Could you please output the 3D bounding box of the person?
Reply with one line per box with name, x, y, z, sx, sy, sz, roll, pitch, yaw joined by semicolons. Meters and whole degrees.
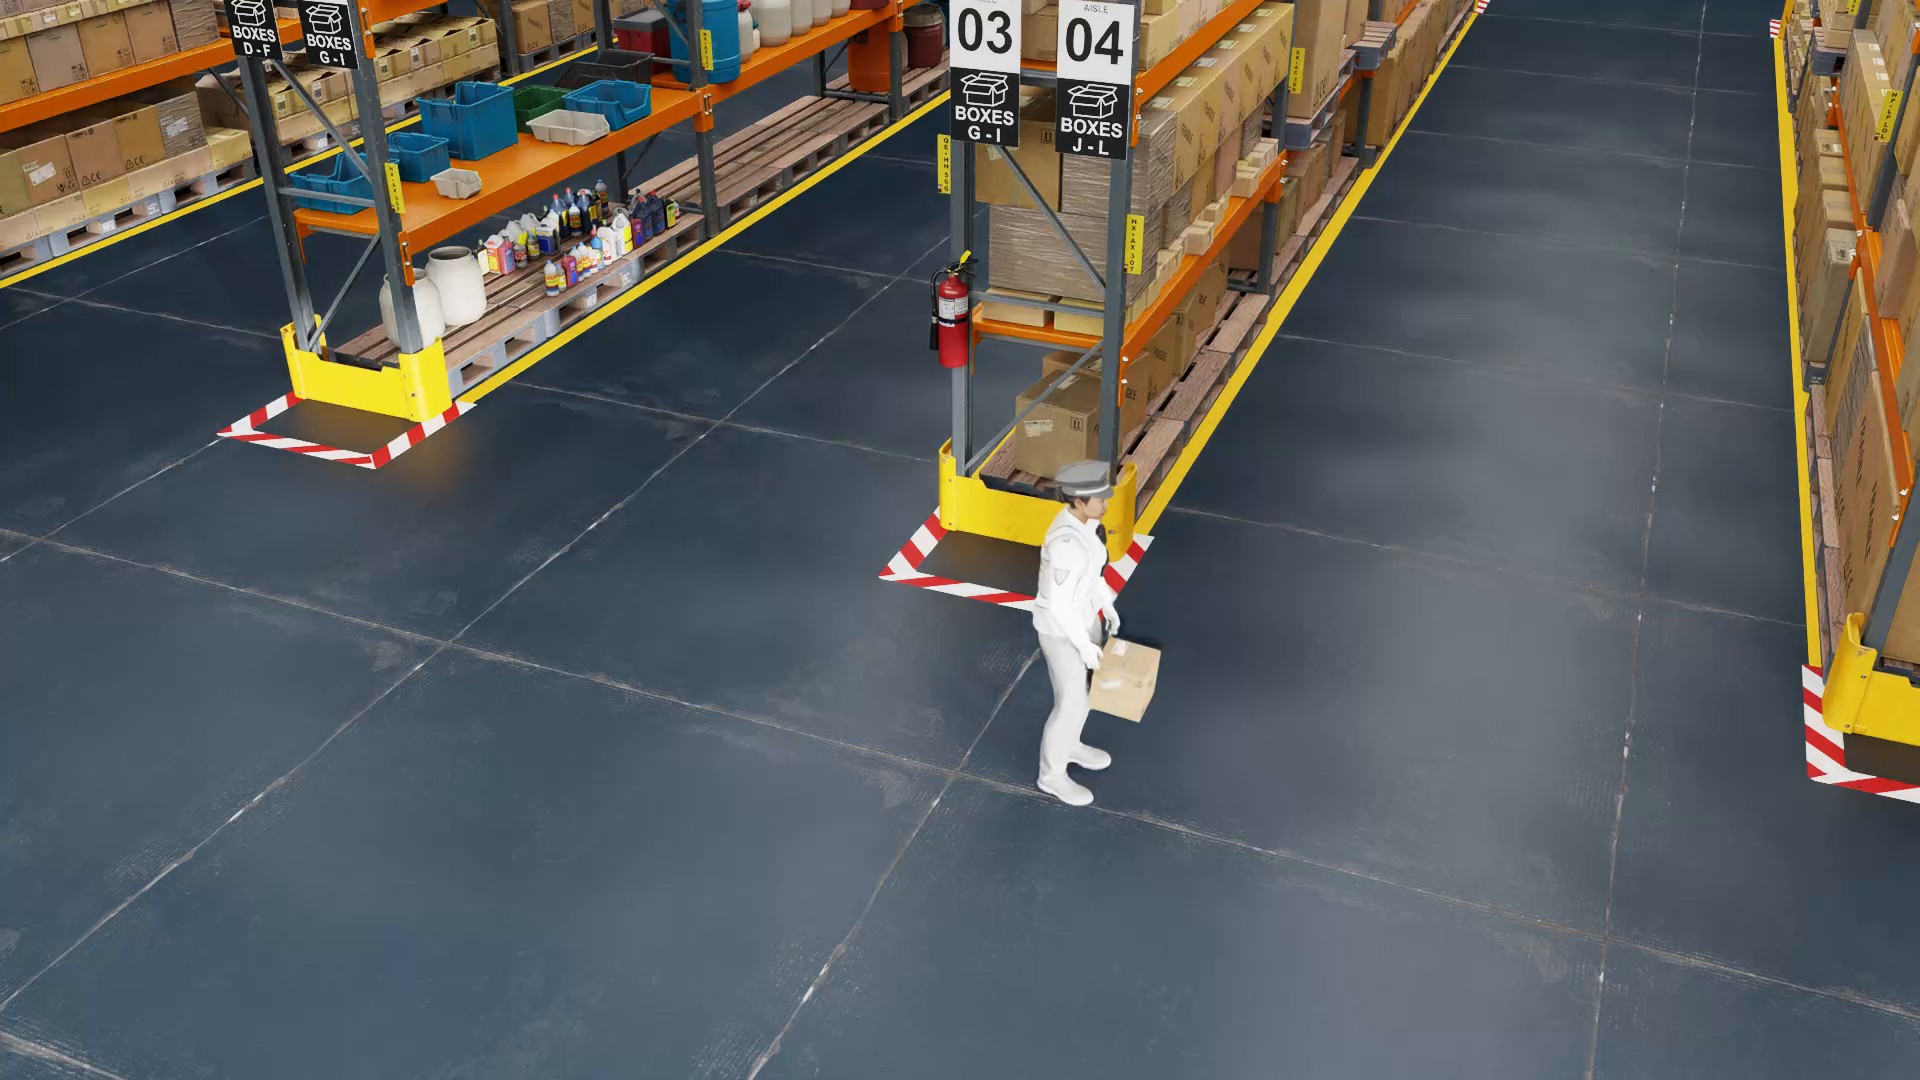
person;0.530;0.398;7.679;0.360;1.676;0.505;11;31;18
